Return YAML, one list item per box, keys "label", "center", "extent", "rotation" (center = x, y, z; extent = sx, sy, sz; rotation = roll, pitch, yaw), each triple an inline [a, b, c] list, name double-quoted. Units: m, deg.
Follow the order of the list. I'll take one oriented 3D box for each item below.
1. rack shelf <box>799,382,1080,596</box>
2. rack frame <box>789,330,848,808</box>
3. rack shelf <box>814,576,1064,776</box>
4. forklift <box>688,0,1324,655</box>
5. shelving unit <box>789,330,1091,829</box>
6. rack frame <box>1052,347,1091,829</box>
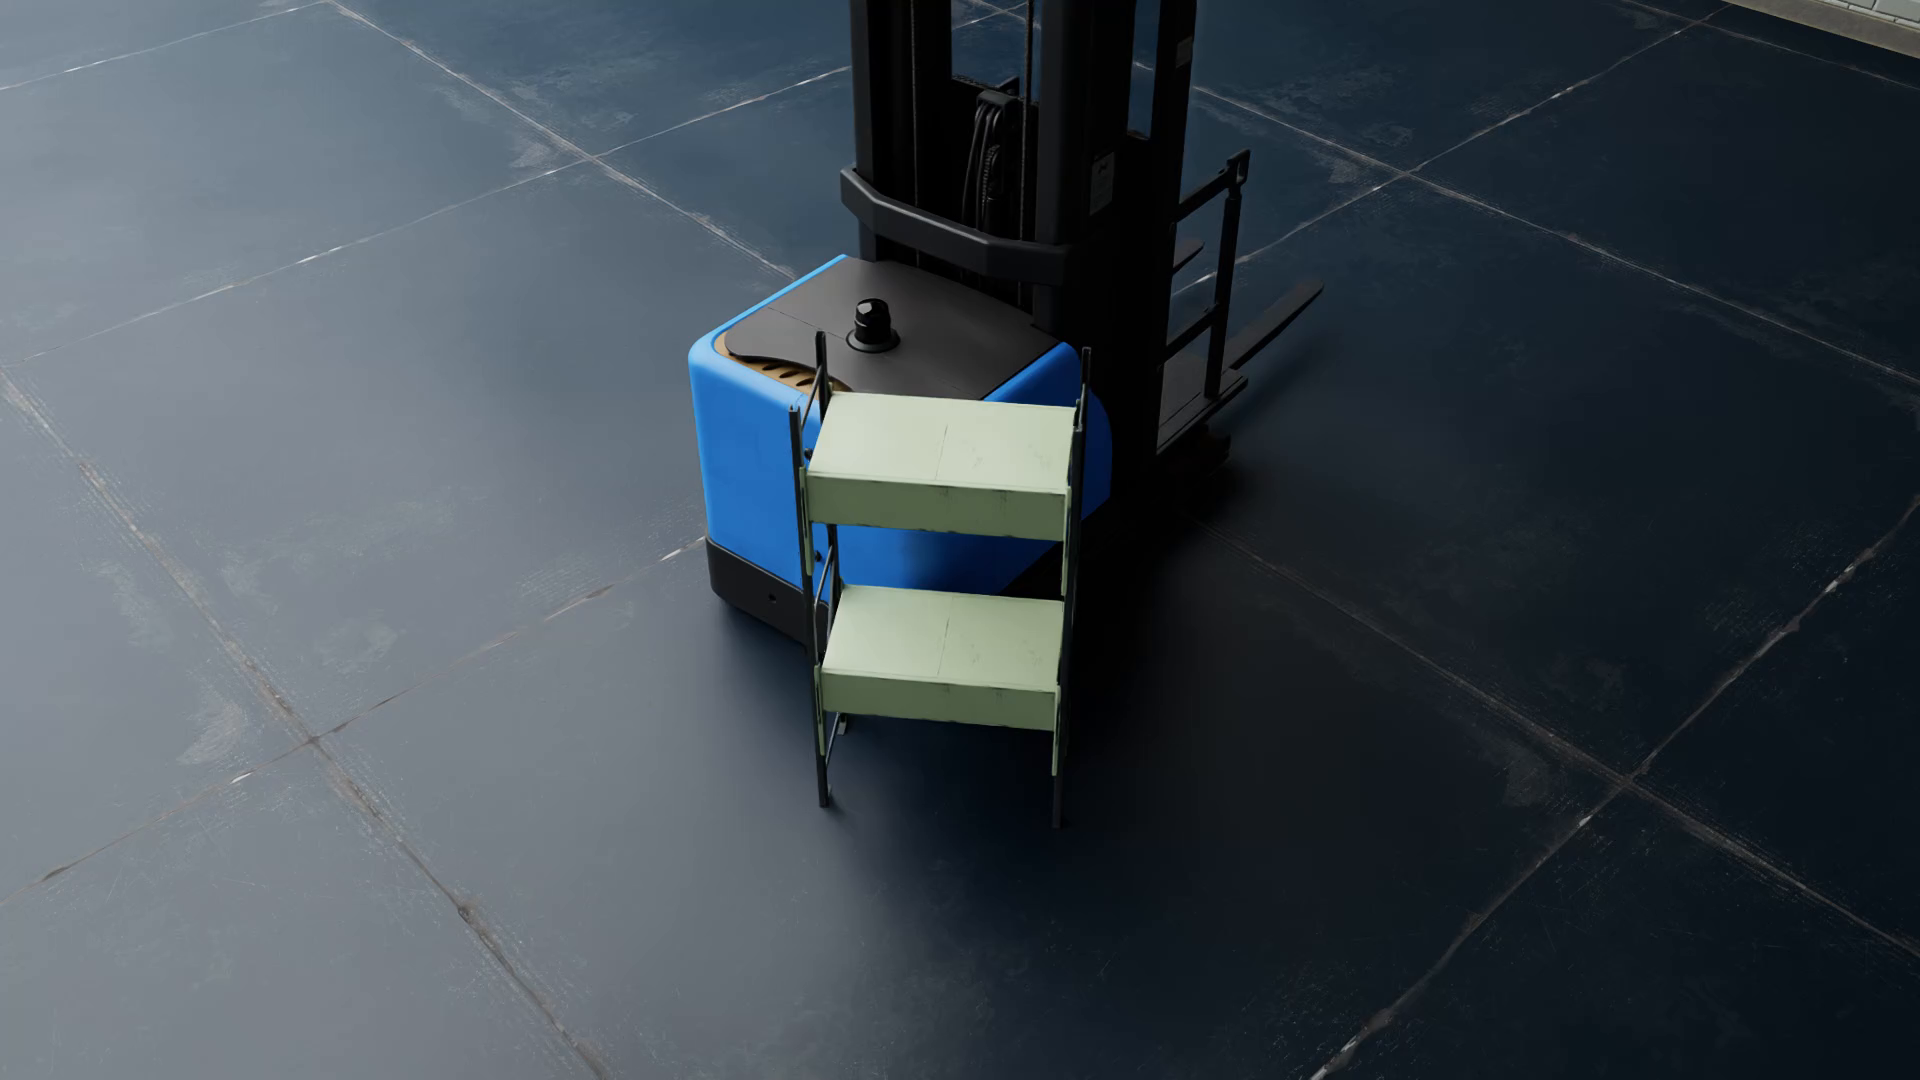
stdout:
- label: "rack shelf"
  center: [-0.043, -0.146, 4.616]
  extent: [0.720, 0.370, 0.431]
  rotation: [4, 39, 5]
- label: "rack frame"
  center: [-0.406, 0.130, 4.896]
  extent: [0.023, 1.500, 0.400]
  rotation: [4, 39, 5]
- label: "rack shelf"
  center: [-0.043, 0.411, 5.067]
  extent: [0.720, 0.370, 0.431]
  rotation: [4, 39, 5]
- label: "forklift"
  center: [0.409, -1.472, 5.740]
  extent: [1.130, 2.935, 3.031]
  rotation: [26, 46, 28]
- label: "shelving unit"
  center: [-0.043, 0.157, 4.862]
  extent: [0.755, 1.500, 0.431]
  rotation: [4, 39, 5]
- label: "rack frame"
  center: [0.321, 0.184, 4.828]
  extent: [0.023, 1.500, 0.400]
  rotation: [4, 39, 5]
